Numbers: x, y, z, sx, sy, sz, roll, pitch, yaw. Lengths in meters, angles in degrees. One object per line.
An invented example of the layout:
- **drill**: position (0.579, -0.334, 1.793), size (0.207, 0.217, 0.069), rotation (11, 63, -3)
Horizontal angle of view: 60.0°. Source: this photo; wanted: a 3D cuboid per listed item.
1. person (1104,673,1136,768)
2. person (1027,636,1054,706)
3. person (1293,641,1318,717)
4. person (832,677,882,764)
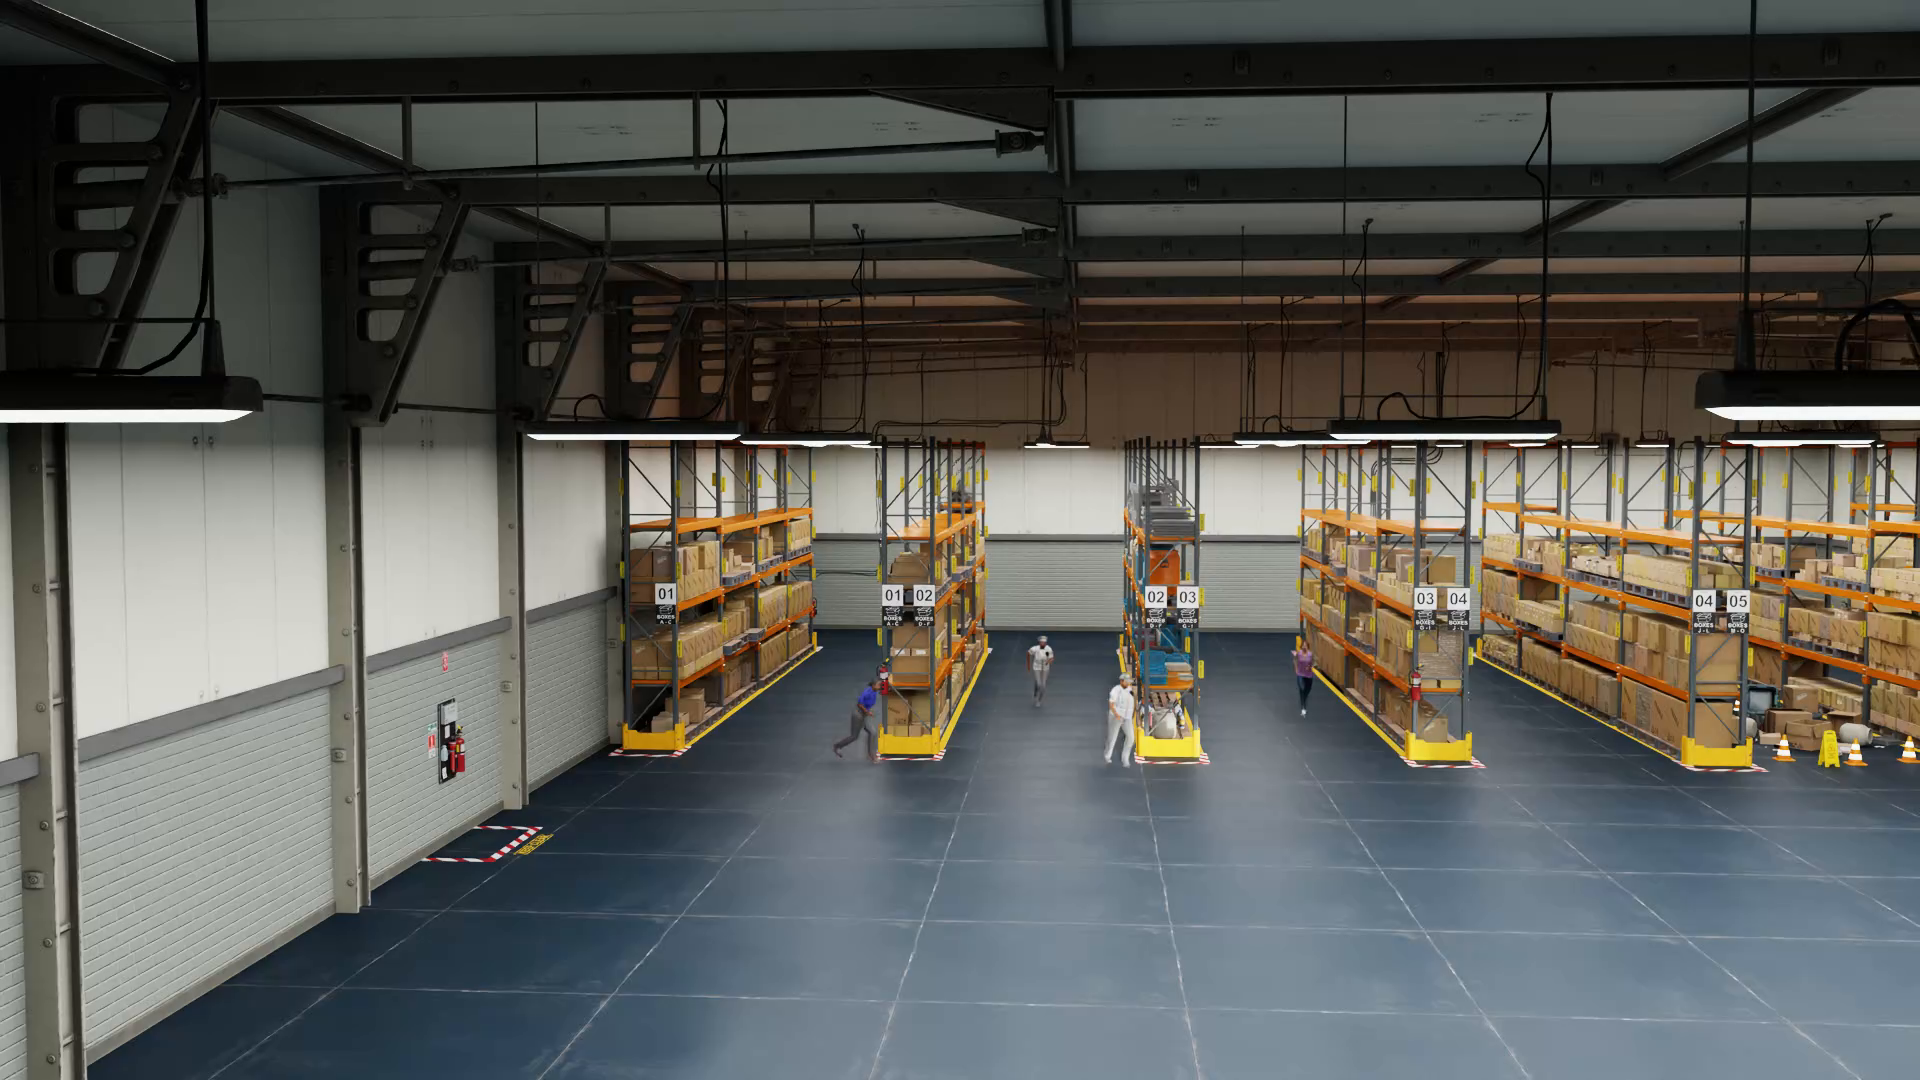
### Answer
- **person**: position (2.953, 3.287, 30.189), size (0.585, 1.743, 0.613), rotation (-1, 3, -22)
- **person**: position (1.807, 2.936, 37.258), size (0.549, 1.613, 0.670), rotation (-1, 3, -12)
- **person**: position (7.542, 3.003, 36.312), size (0.495, 1.602, 1.016), rotation (0, 3, 4)
- **person**: position (-1.891, 3.317, 30.628), size (0.977, 1.616, 0.611), rotation (1, 3, 15)
